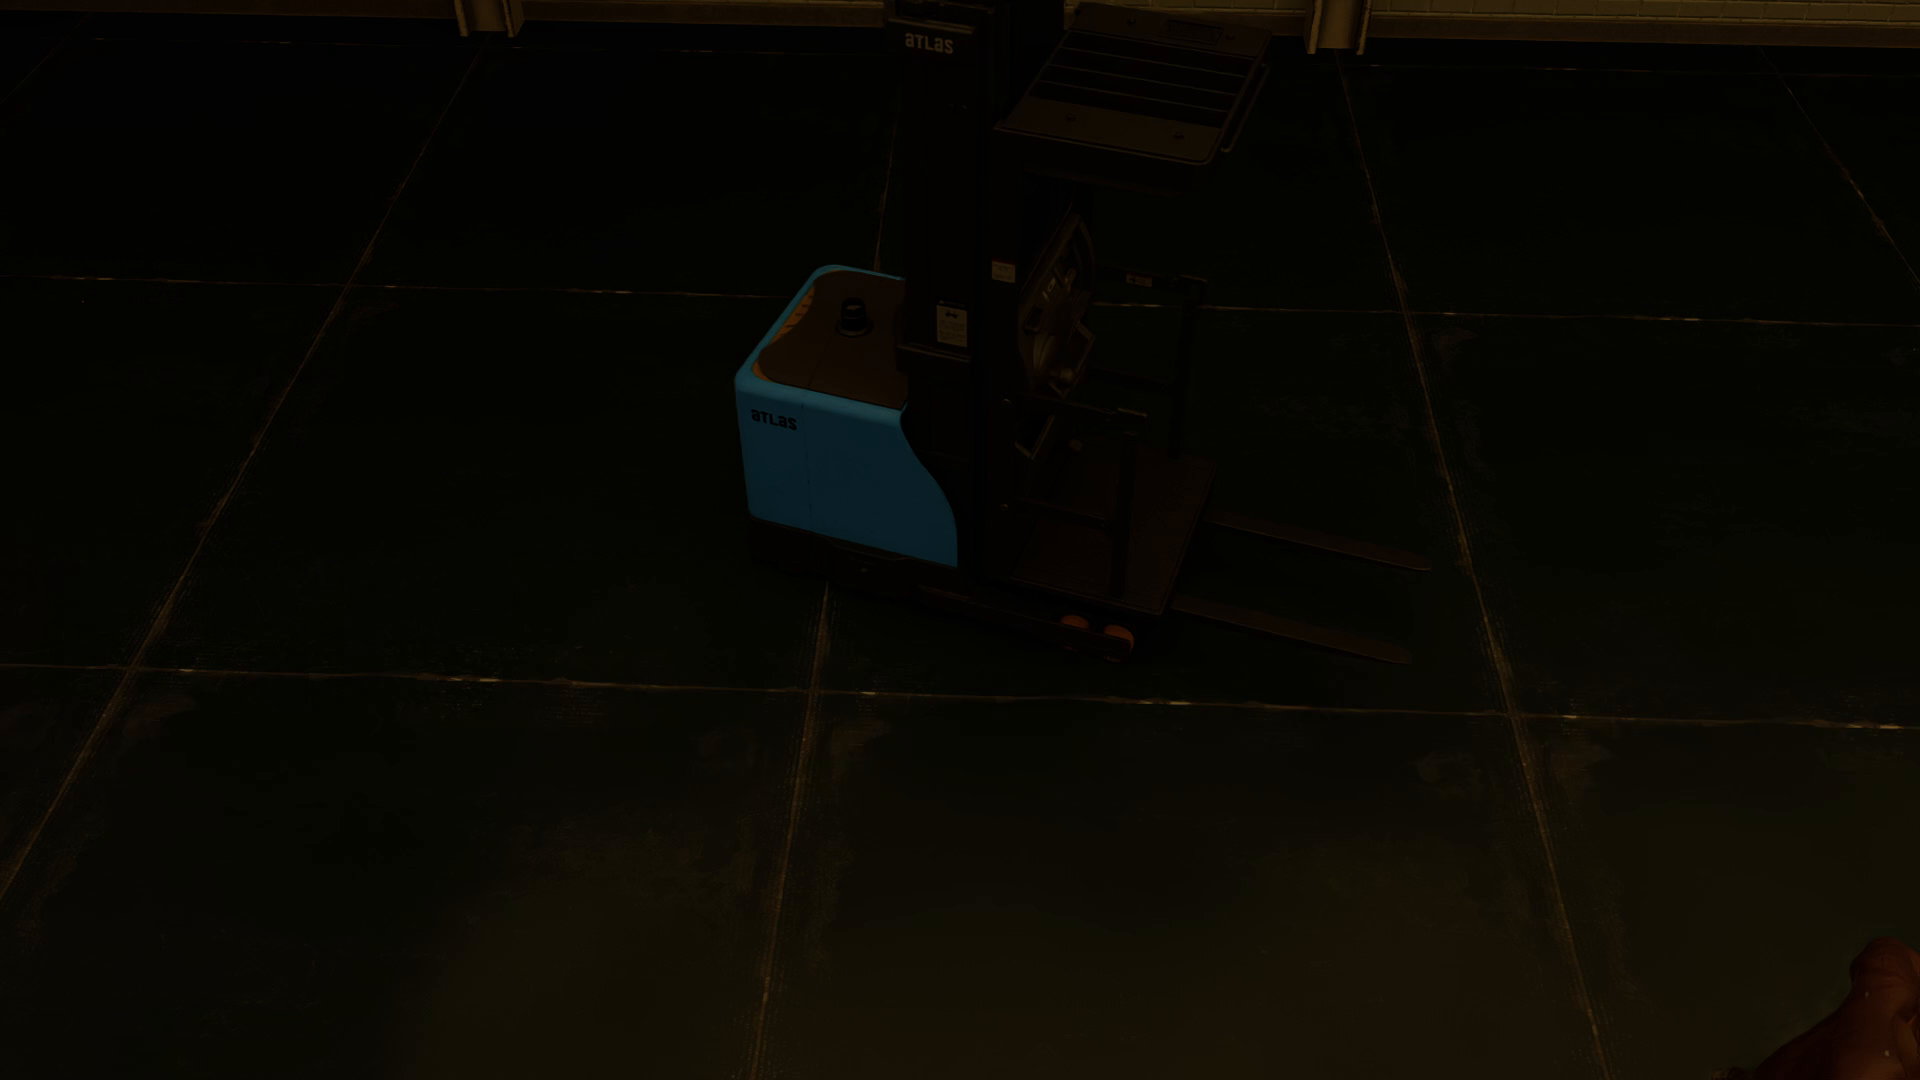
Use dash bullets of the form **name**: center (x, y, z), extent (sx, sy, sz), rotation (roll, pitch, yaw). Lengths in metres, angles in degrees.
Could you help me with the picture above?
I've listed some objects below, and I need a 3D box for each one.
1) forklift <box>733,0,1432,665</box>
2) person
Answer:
- **forklift**: center (0.585, -0.952, 6.785), extent (3.031, 2.935, 1.130), rotation (14, 44, 14)
- **person**: center (2.479, 1.789, 4.831), extent (0.618, 1.713, 1.192), rotation (29, 50, 28)
